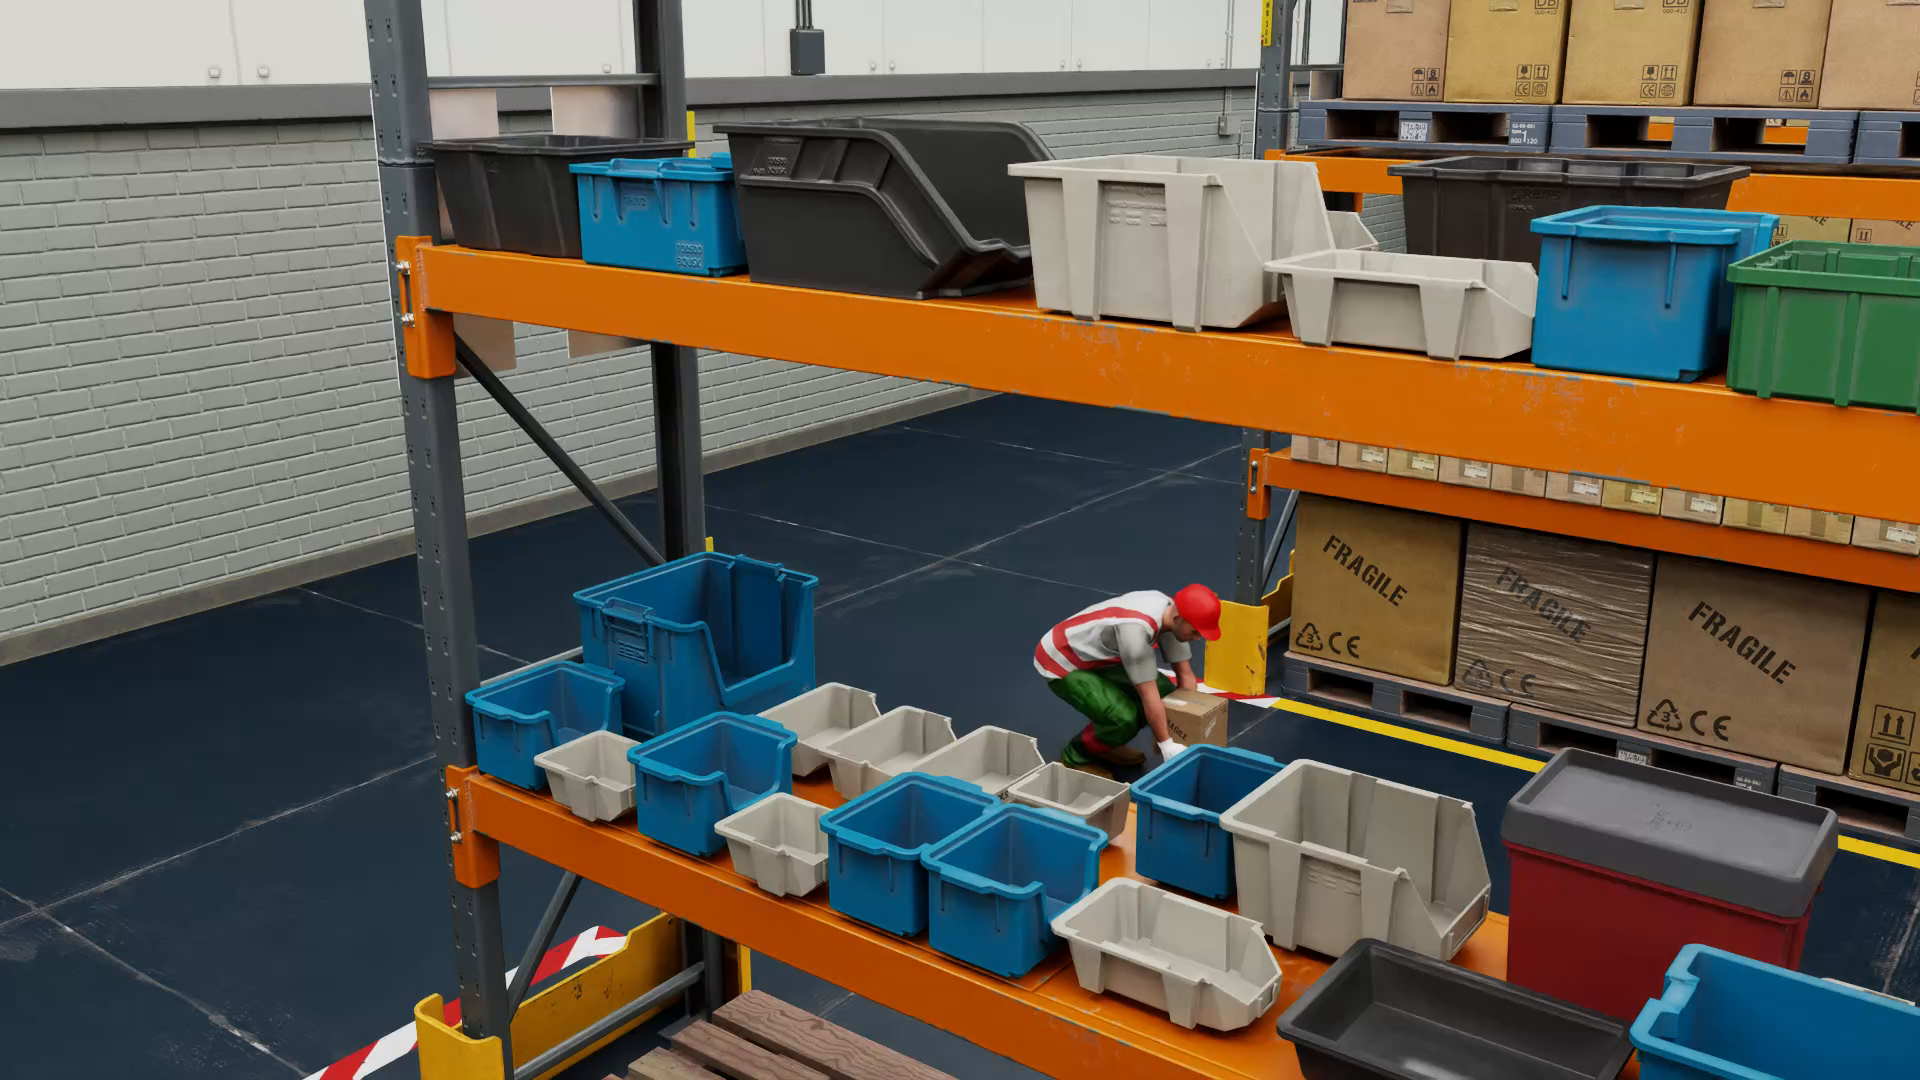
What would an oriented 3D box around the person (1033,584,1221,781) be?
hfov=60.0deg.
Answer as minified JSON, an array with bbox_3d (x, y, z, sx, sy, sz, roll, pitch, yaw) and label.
[{"bbox_3d":[0.787,0.636,7.749,0.895,0.997,0.541,11,20,34],"label":"person"}]
